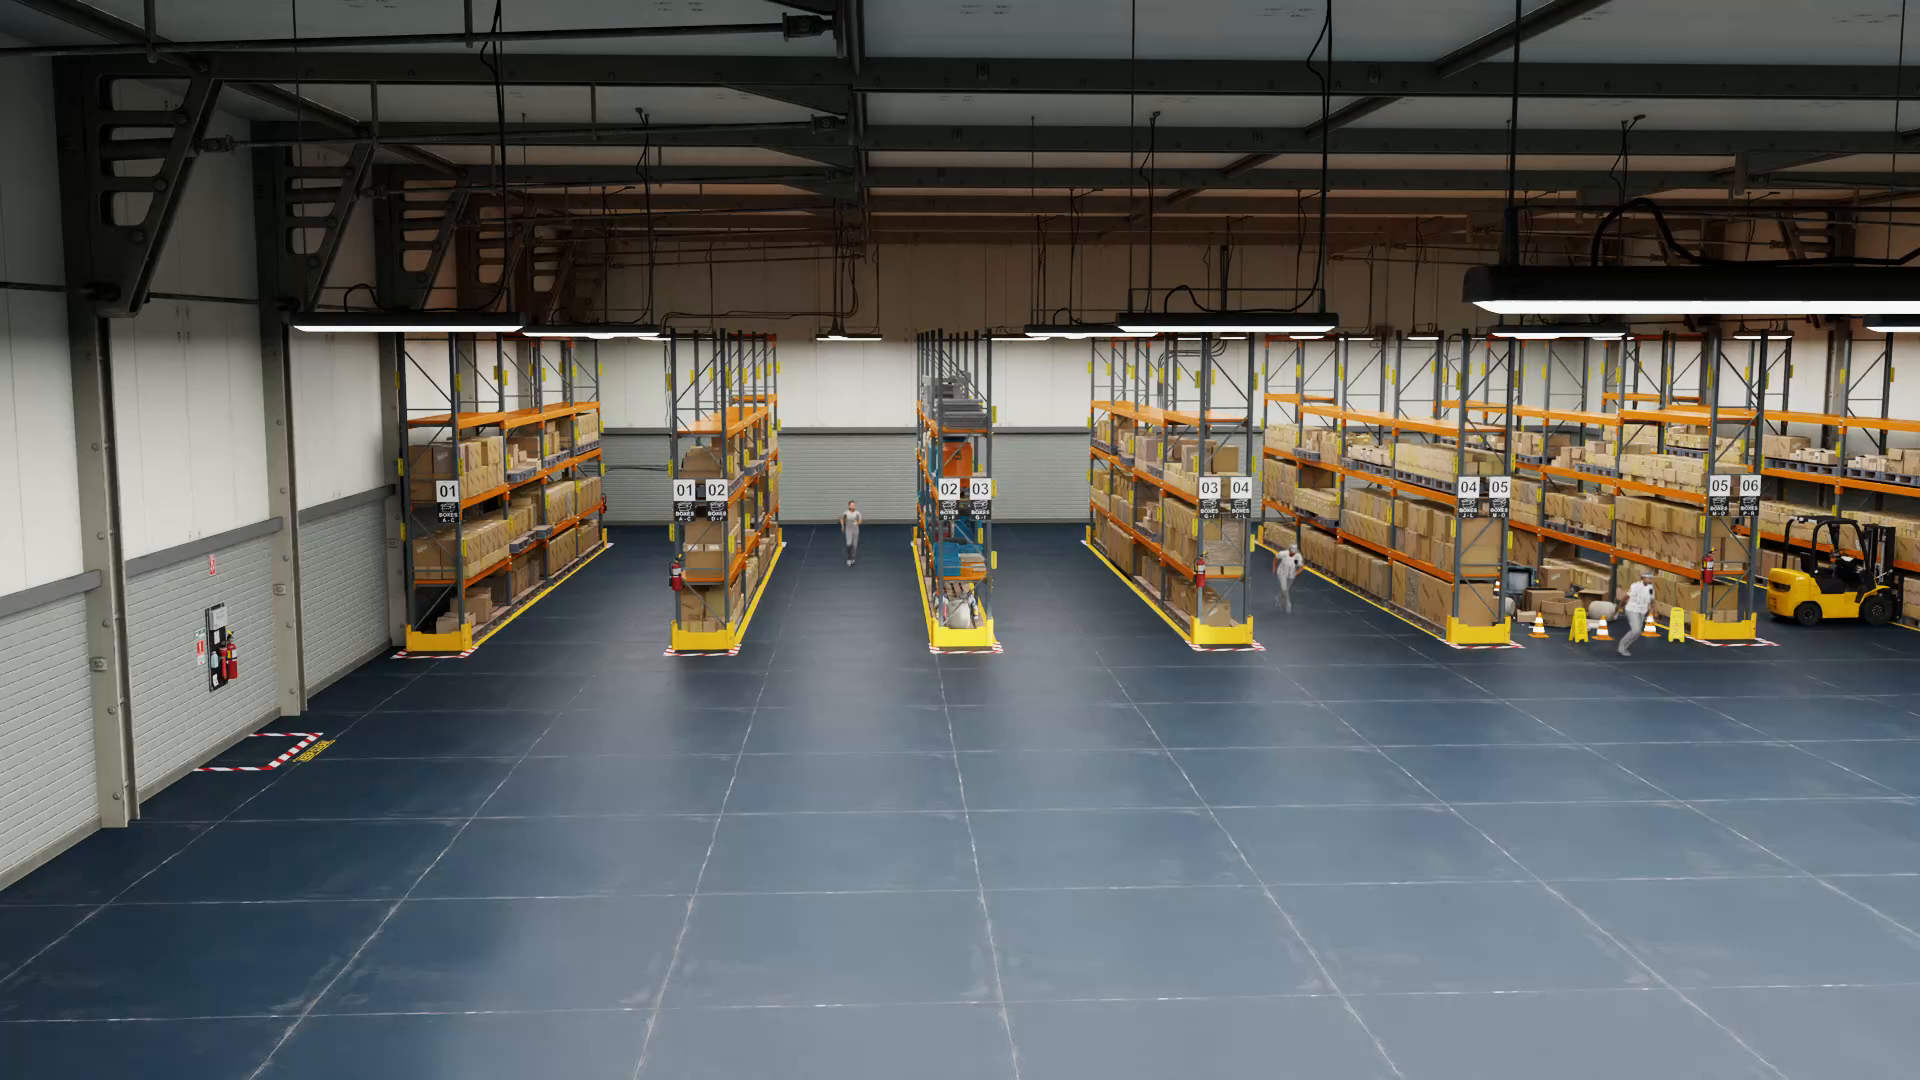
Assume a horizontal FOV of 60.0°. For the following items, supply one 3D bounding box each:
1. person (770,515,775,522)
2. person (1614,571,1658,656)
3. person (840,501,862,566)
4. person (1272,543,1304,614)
[{"bbox_3d":[-5.702,-0.815,48.367,0.733,1.756,0.672,0,7,-2],"label":"person"},{"bbox_3d":[12.407,1.345,30.477,0.571,1.602,0.671,-3,7,-21],"label":"person"},{"bbox_3d":[-2.806,-0.176,43.043,0.538,1.688,0.700,-1,7,-10],"label":"person"},{"bbox_3d":[7.001,0.776,35.633,0.609,1.504,1.070,-1,7,-5],"label":"person"}]
